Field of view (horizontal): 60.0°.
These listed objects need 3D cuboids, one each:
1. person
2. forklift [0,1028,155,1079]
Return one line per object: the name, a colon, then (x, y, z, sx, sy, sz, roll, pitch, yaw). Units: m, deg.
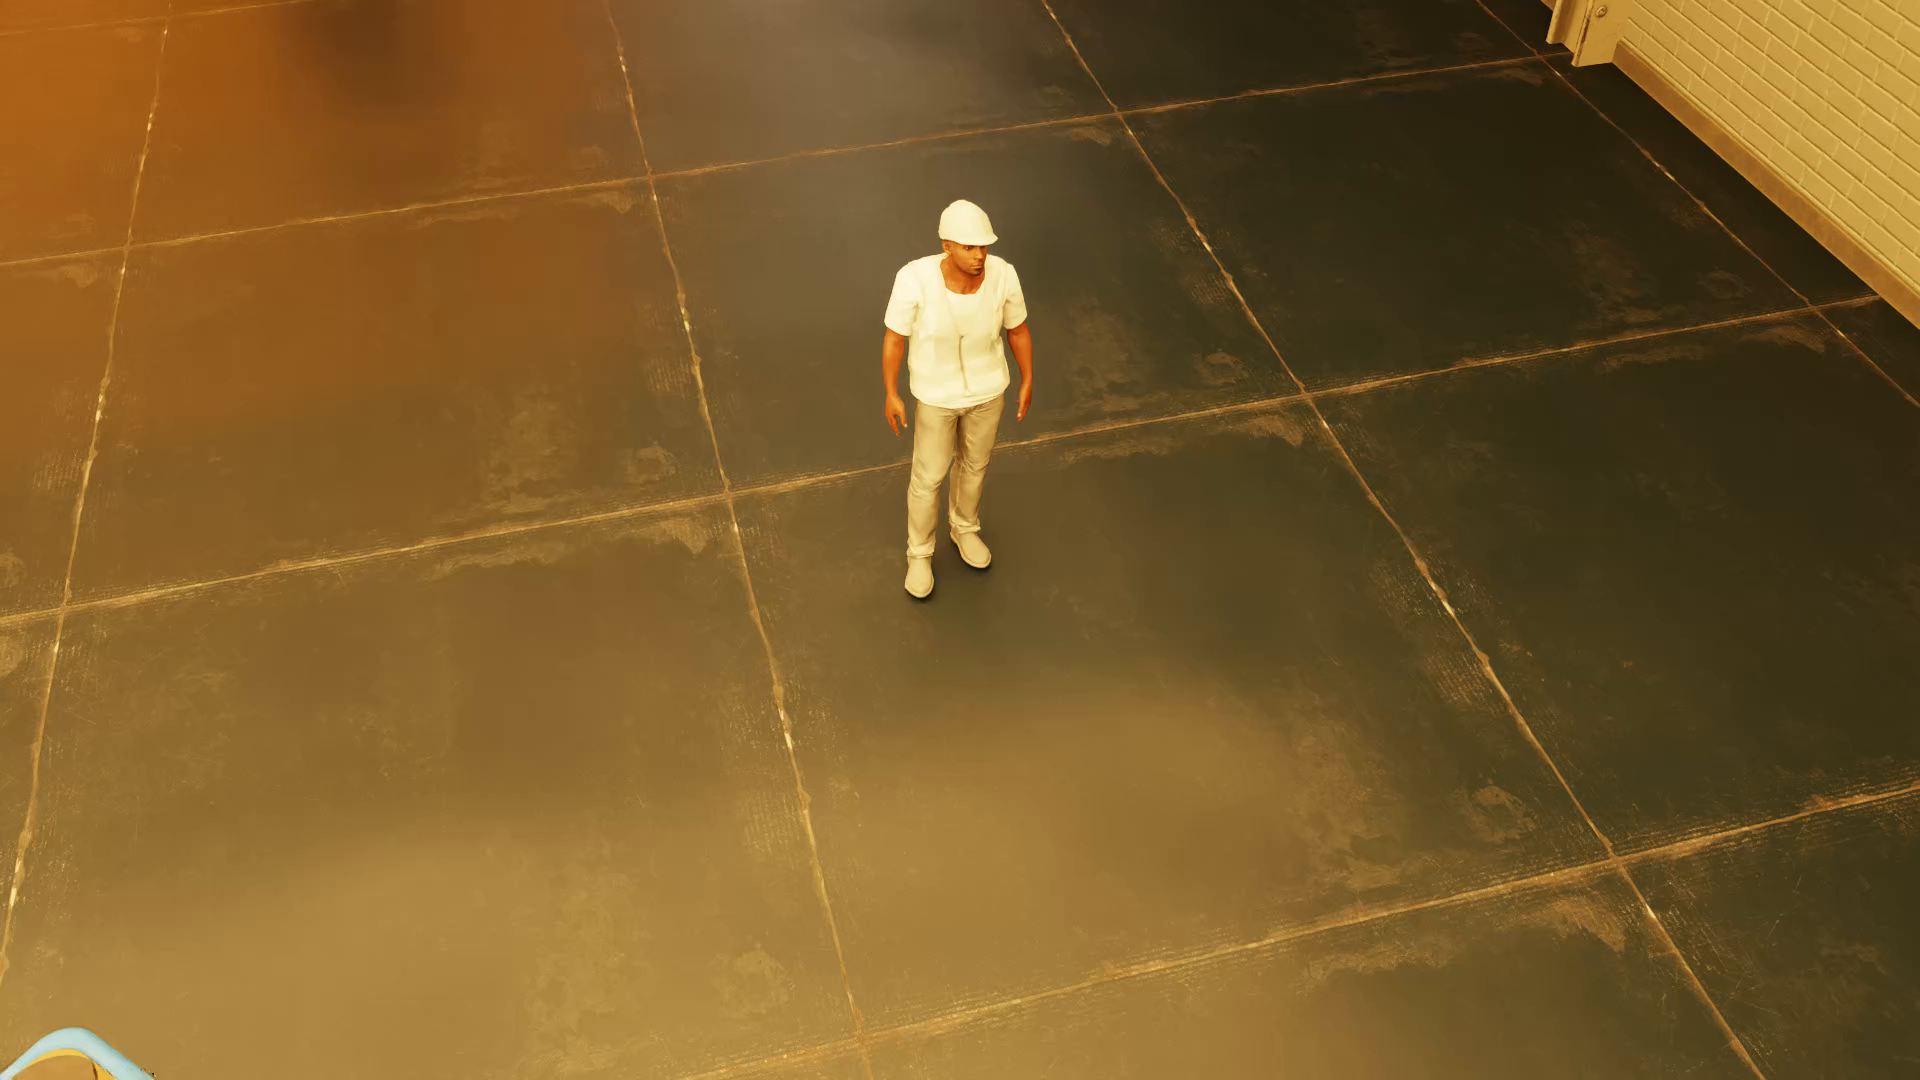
person: (0.012, -0.600, 7.117, 0.665, 1.768, 0.575, -10, 44, -11)
forklift: (-2.948, 2.123, 3.399, 1.130, 2.935, 3.031, 23, 48, 23)
